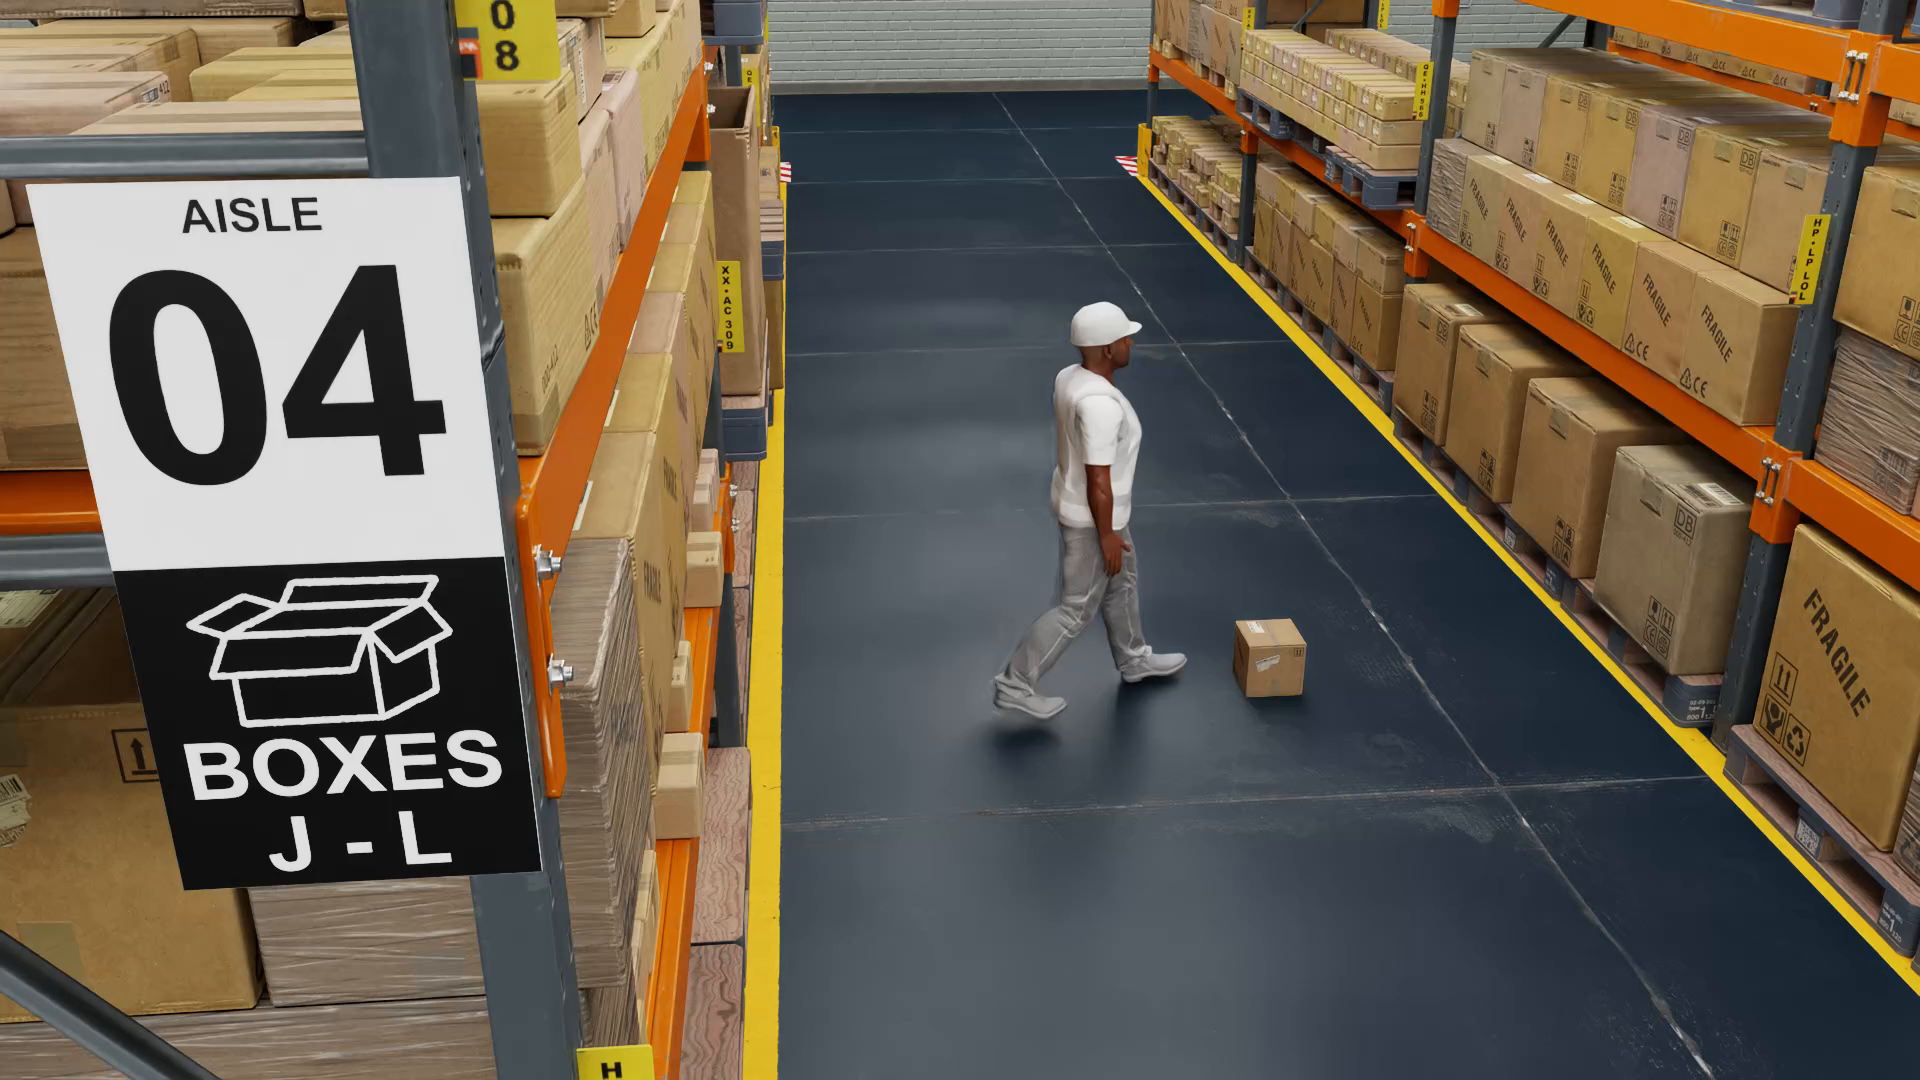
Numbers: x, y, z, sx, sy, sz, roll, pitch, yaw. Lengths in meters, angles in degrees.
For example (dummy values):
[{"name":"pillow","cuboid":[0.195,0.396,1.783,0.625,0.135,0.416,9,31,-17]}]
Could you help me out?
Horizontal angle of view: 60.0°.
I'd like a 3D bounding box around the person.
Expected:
[{"name":"person","cuboid":[0.574,-0.119,6.845,0.904,1.741,0.598,-2,24,-5]}]
